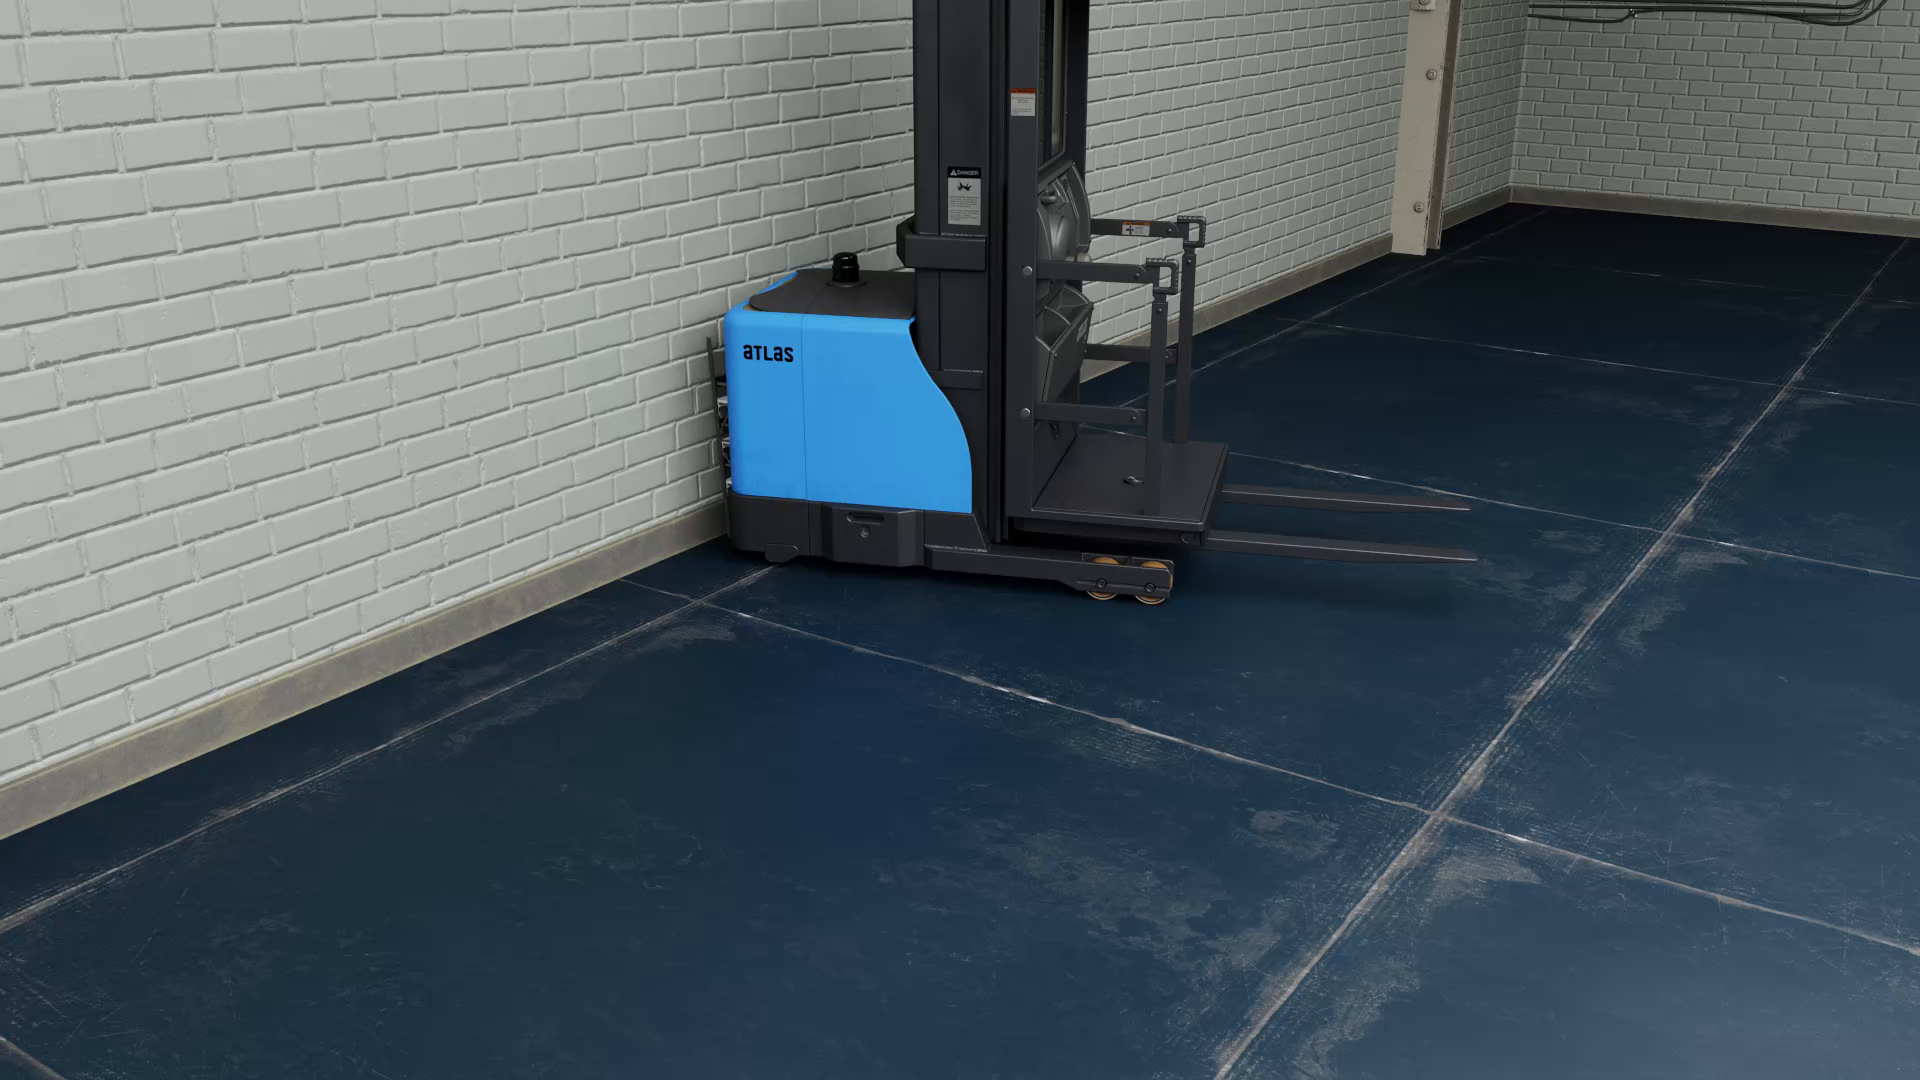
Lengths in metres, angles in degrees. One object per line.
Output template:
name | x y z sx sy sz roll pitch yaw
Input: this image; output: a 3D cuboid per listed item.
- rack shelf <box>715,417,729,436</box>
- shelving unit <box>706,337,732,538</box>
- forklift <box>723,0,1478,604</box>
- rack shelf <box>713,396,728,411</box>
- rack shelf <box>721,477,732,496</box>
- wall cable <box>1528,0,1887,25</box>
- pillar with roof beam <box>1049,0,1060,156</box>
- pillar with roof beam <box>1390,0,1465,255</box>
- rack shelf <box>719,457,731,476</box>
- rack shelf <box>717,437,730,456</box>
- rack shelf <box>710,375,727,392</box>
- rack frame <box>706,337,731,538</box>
rack shelf | -0.891 -0.495 7.158 0.258 0.077 0.200 10 22 35
shelving unit | -0.888 -0.442 7.176 0.258 0.900 0.210 10 22 35
forklift | 0.606 -1.324 6.618 3.031 2.935 1.130 5 21 13
rack shelf | -0.896 -0.581 7.131 0.258 0.077 0.200 10 22 35
rack shelf | -0.875 -0.239 7.242 0.258 0.077 0.200 10 22 35
wall cable | 6.503 -5.752 14.319 3.097 2.526 0.112 13 24 32
pillar with roof beam | 3.941 -4.060 5.269 9.100 9.000 0.400 13 24 32
pillar with roof beam | 7.314 -5.781 9.923 9.100 9.000 0.400 13 24 32
rack shelf | -0.881 -0.325 7.214 0.258 0.077 0.200 10 22 35
rack shelf | -0.886 -0.410 7.186 0.258 0.077 0.200 10 22 35
rack shelf | -0.901 -0.666 7.103 0.258 0.077 0.200 10 22 35
rack frame | -0.948 -0.413 7.099 0.240 0.900 0.006 10 22 35
